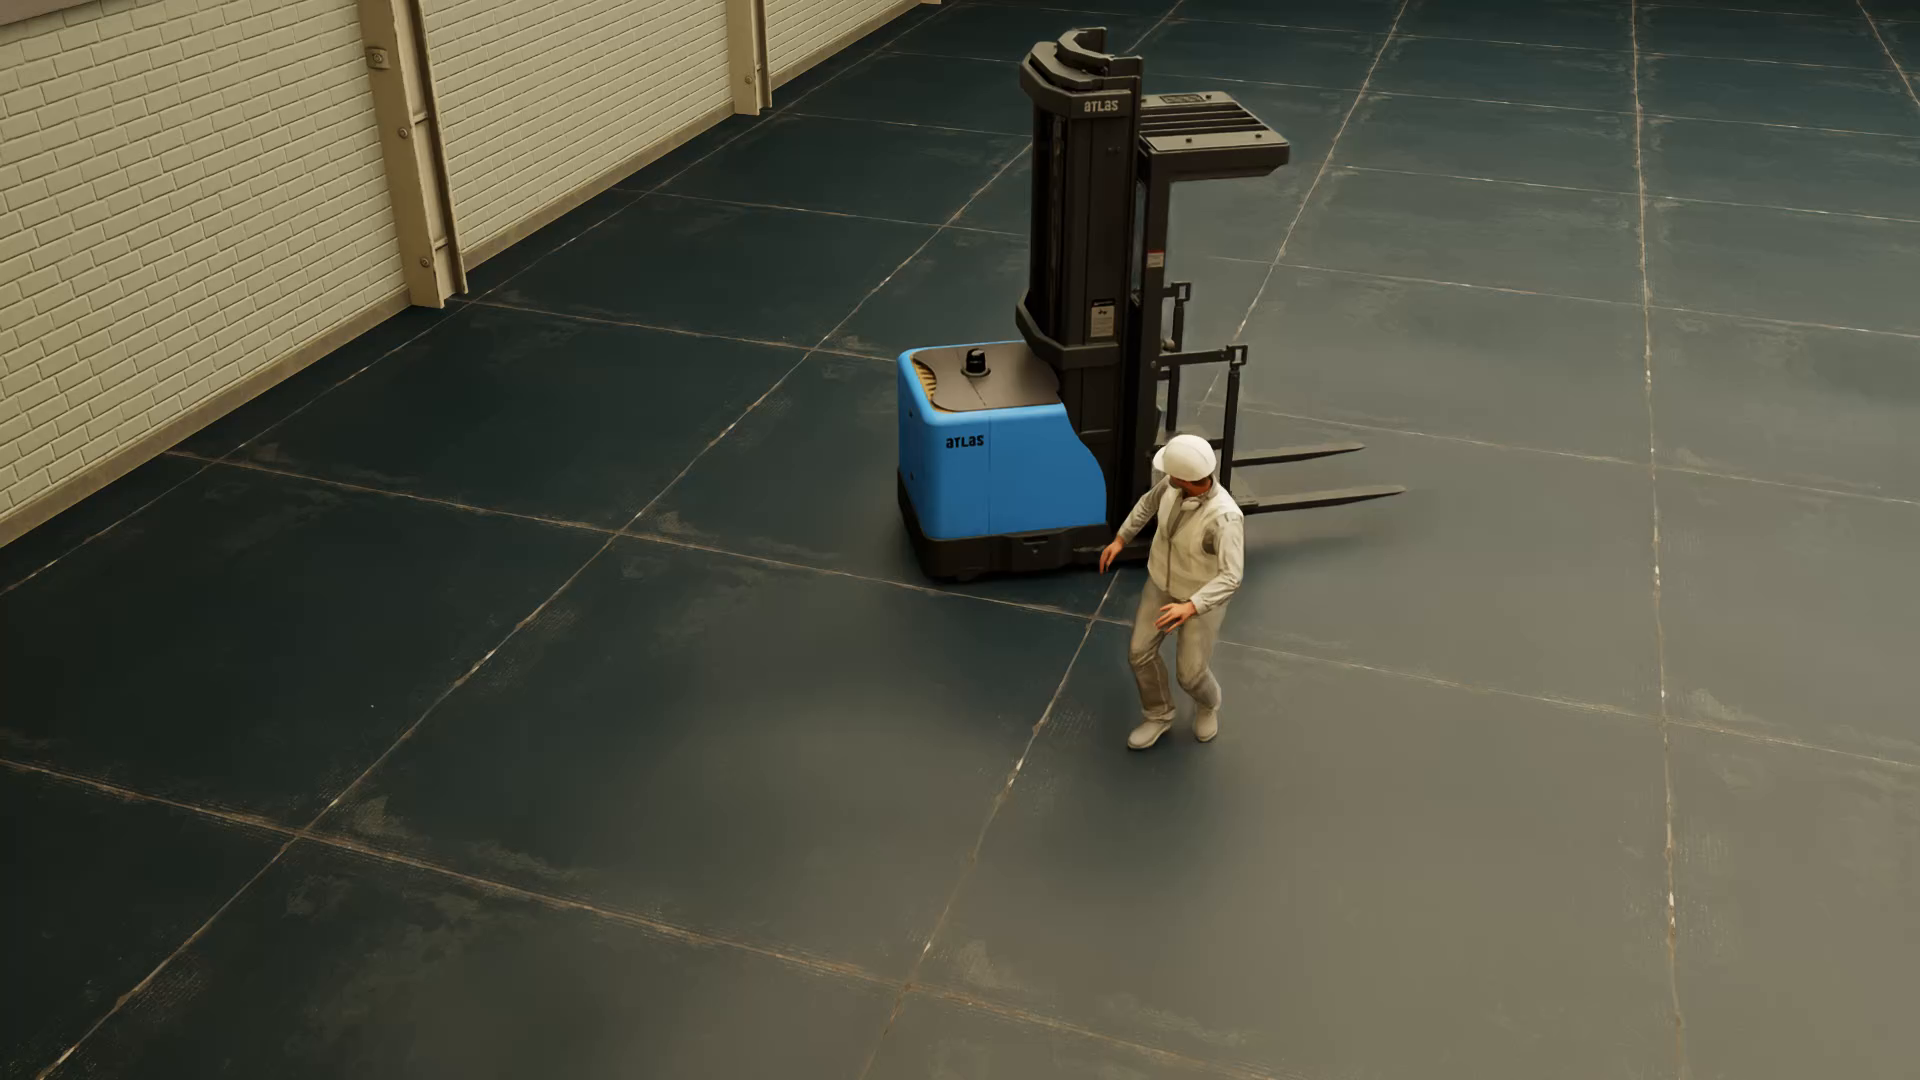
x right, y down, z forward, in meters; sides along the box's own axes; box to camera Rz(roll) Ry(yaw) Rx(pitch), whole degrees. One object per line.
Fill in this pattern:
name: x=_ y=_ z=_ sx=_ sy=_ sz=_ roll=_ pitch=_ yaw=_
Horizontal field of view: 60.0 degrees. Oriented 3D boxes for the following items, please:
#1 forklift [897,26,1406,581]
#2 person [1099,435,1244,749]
forklift: x=1.183 y=-1.394 z=9.581 sx=3.031 sy=2.935 sz=1.130 roll=-6 pitch=30 yaw=-10
person: x=1.003 y=0.258 z=7.955 sx=0.798 sy=1.669 sz=0.729 roll=26 pitch=38 yaw=37
